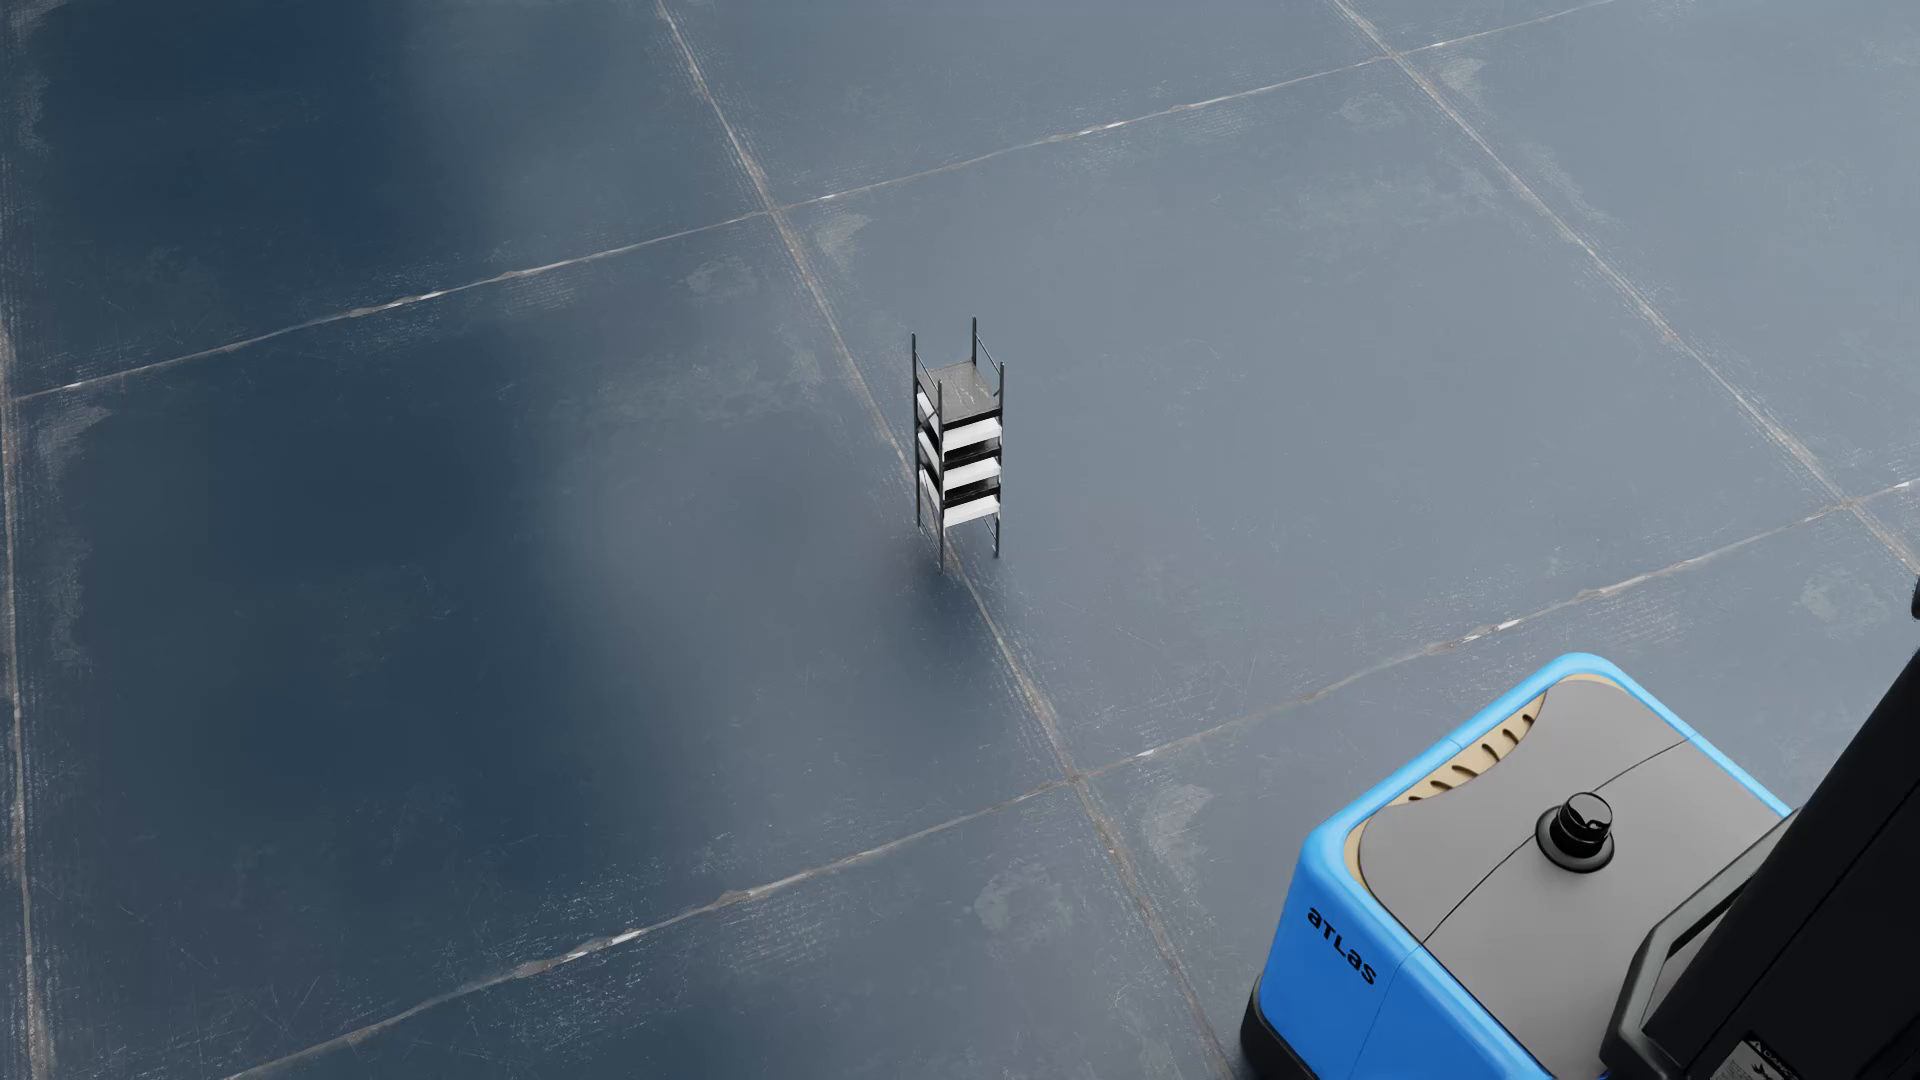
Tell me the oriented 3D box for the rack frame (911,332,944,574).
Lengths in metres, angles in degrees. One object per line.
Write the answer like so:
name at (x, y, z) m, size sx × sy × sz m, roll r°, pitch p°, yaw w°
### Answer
rack frame at (-0.102, -0.262, 5.382) m, size 0.006 × 0.900 × 0.240 m, roll -17°, pitch 52°, yaw -14°

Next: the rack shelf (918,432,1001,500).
rack shelf at (-0.008, -0.269, 5.432) m, size 0.200 × 0.077 × 0.258 m, roll -17°, pitch 52°, yaw -14°

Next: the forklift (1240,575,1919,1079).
forklift at (2.031, 1.119, 2.857) m, size 1.130 × 2.935 × 3.031 m, roll -29°, pitch 55°, yaw -23°

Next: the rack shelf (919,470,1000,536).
rack shelf at (-0.008, -0.152, 5.568) m, size 0.200 × 0.077 × 0.258 m, roll -17°, pitch 52°, yaw -14°

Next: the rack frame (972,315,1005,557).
rack frame at (0.087, -0.320, 5.432) m, size 0.006 × 0.900 × 0.240 m, roll -17°, pitch 52°, yaw -14°

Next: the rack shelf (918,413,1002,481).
rack shelf at (-0.008, -0.328, 5.364) m, size 0.200 × 0.077 × 0.258 m, roll -17°, pitch 52°, yaw -14°

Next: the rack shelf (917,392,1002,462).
rack shelf at (-0.008, -0.386, 5.295) m, size 0.200 × 0.077 × 0.258 m, roll -17°, pitch 52°, yaw -14°

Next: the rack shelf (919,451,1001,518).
rack shelf at (-0.008, -0.211, 5.500) m, size 0.200 × 0.077 × 0.258 m, roll -17°, pitch 52°, yaw -14°

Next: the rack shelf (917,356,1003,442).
rack shelf at (-0.008, -0.445, 5.227) m, size 0.200 × 0.077 × 0.258 m, roll -17°, pitch 52°, yaw -14°

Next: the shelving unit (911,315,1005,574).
shelving unit at (-0.008, -0.291, 5.407) m, size 0.210 × 0.900 × 0.258 m, roll -17°, pitch 52°, yaw -14°
